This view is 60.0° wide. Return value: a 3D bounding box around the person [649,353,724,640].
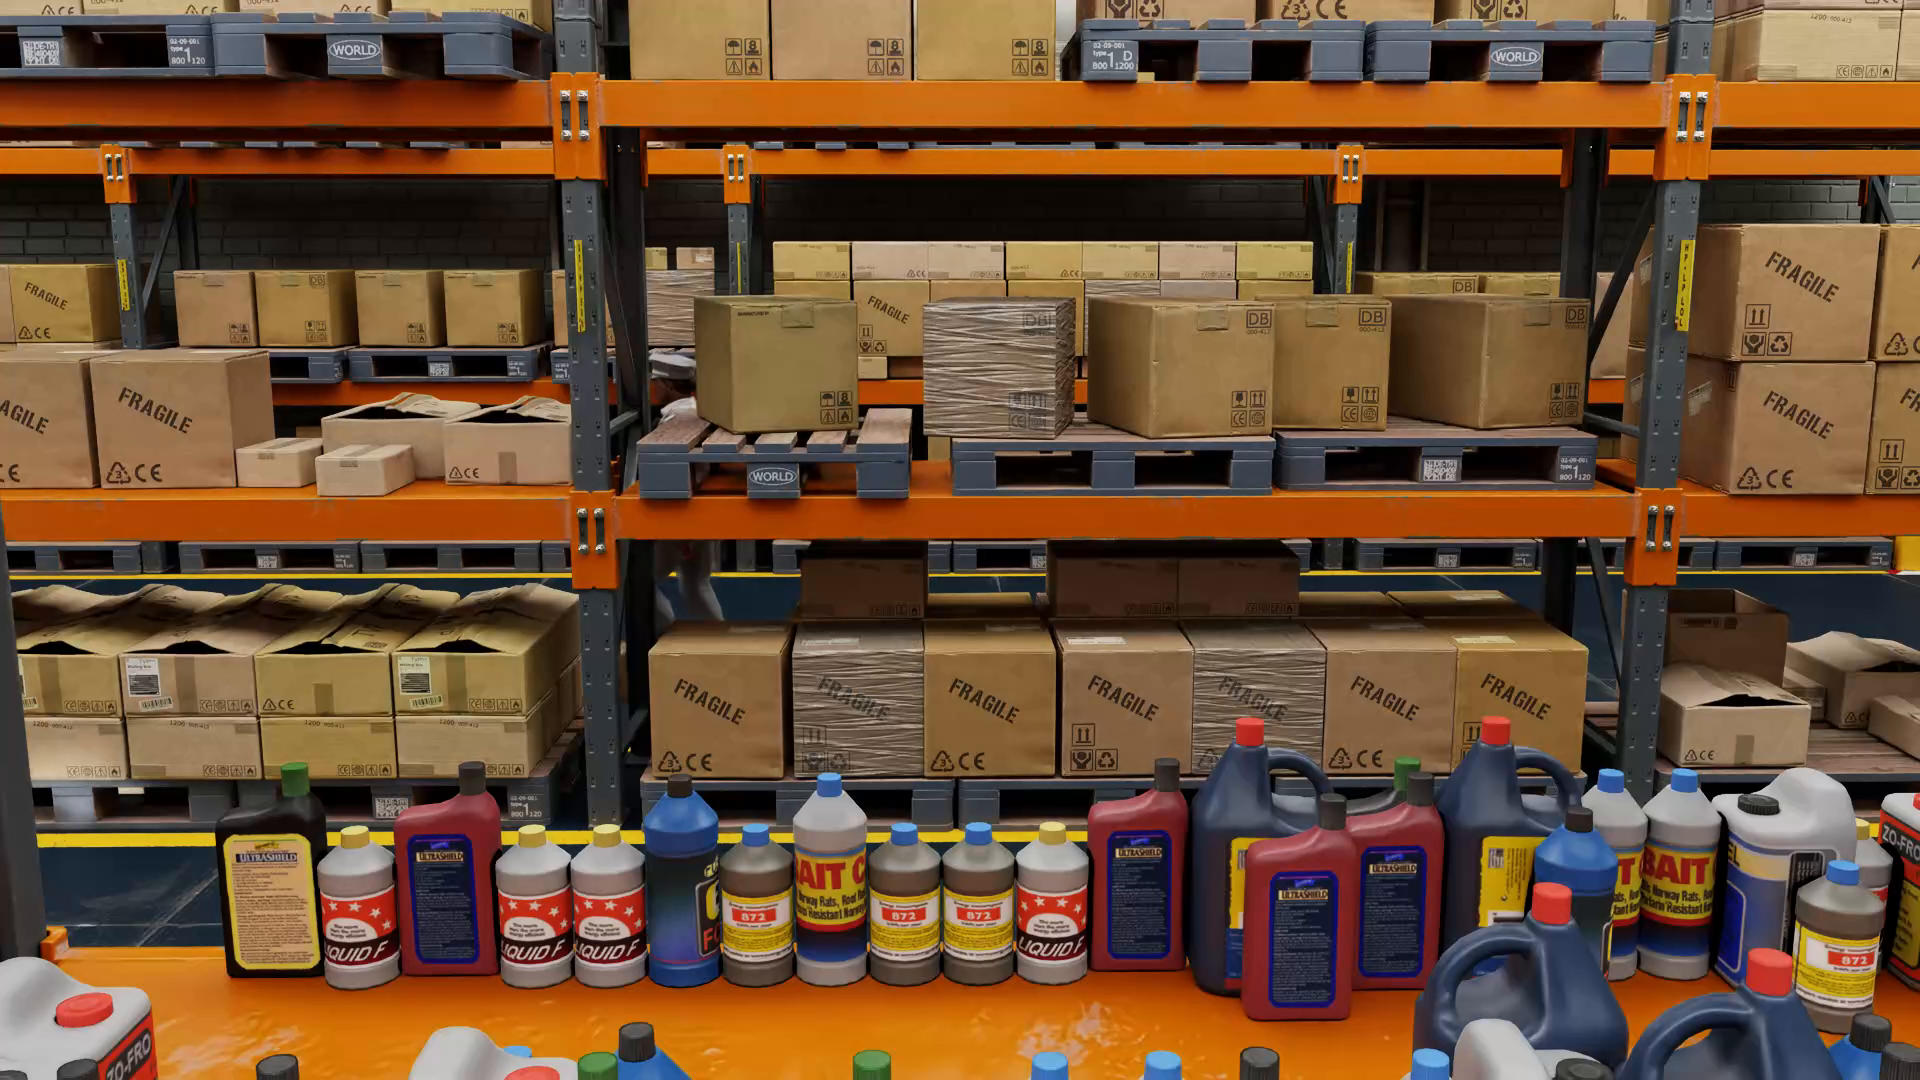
[{"bbox_3d":[-1.402,-0.073,8.286,0.481,1.705,0.497,1,11,6],"label":"person"}]
